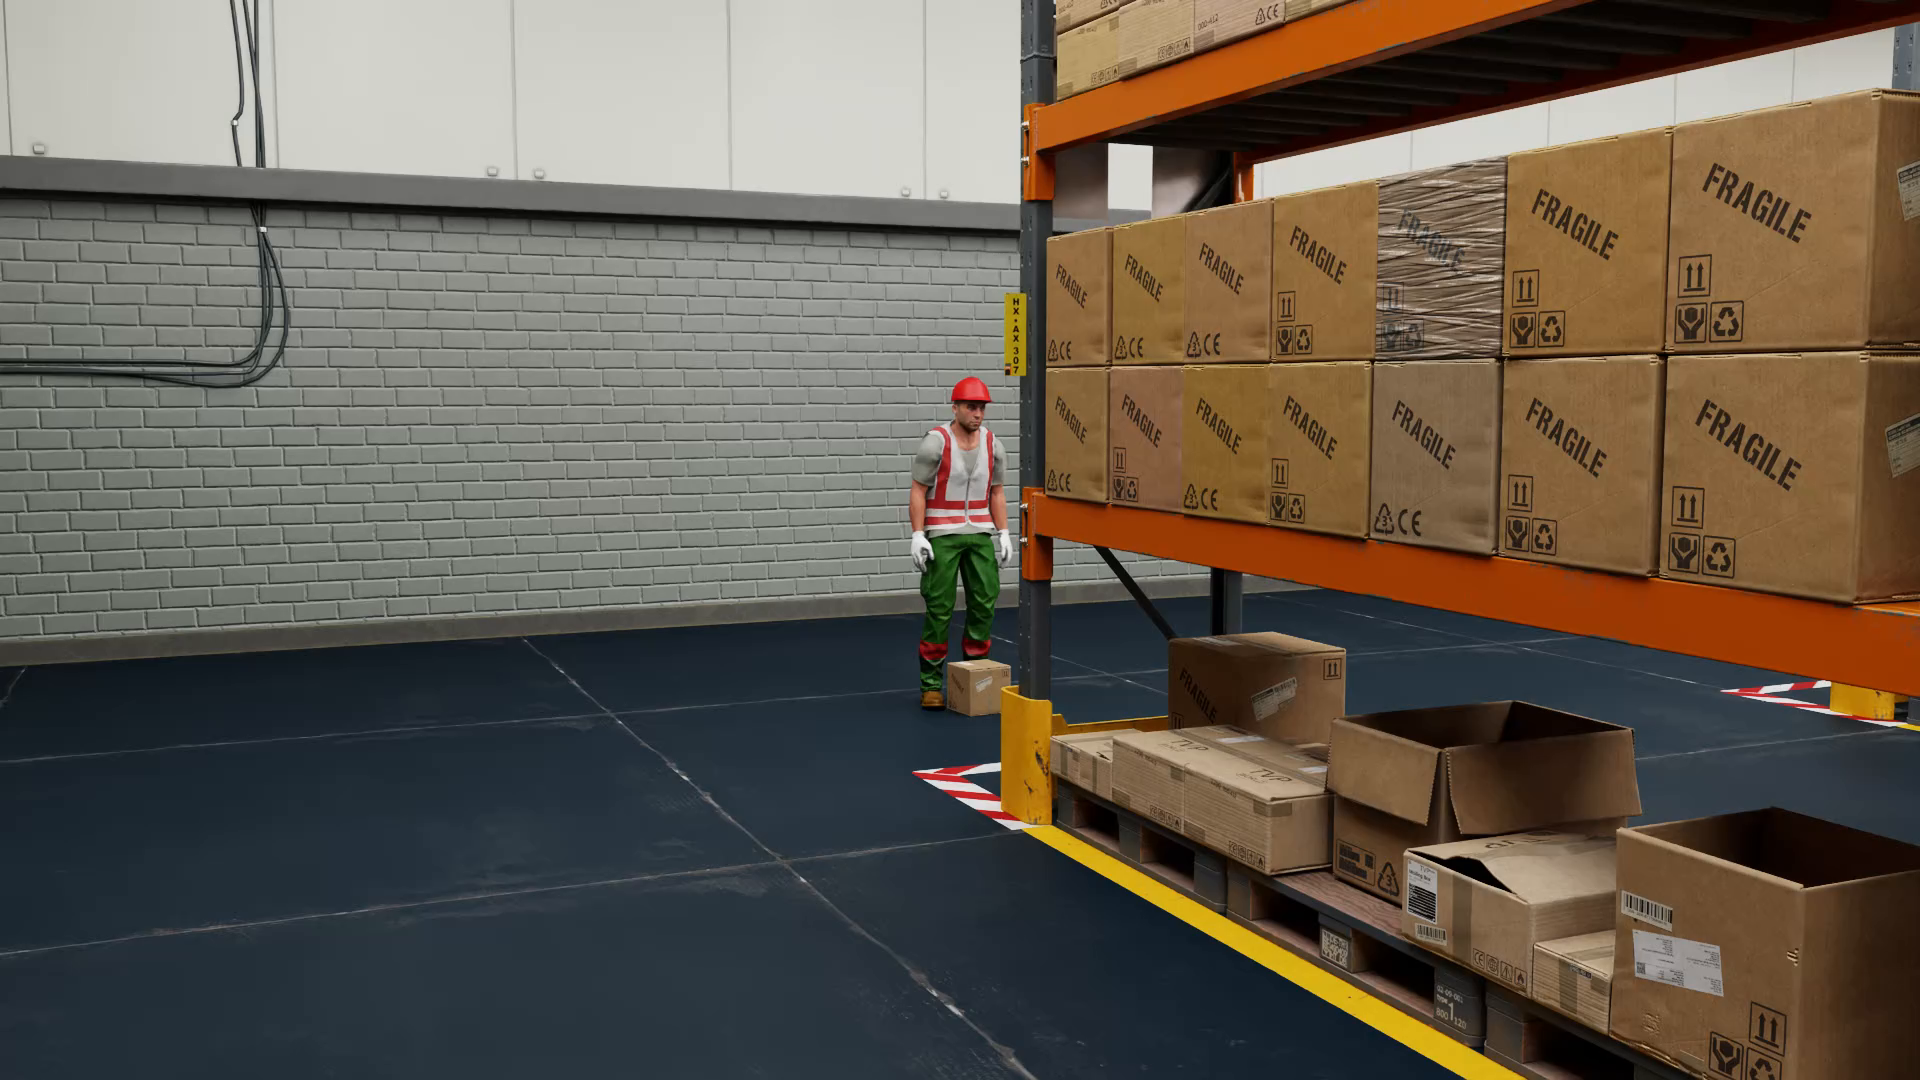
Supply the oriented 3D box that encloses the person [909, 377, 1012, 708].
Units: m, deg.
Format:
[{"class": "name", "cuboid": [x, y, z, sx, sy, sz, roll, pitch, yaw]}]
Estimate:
[{"class": "person", "cuboid": [0.006, 0.008, 9.029, 0.605, 1.778, 0.450, -3, 6, -25]}]
